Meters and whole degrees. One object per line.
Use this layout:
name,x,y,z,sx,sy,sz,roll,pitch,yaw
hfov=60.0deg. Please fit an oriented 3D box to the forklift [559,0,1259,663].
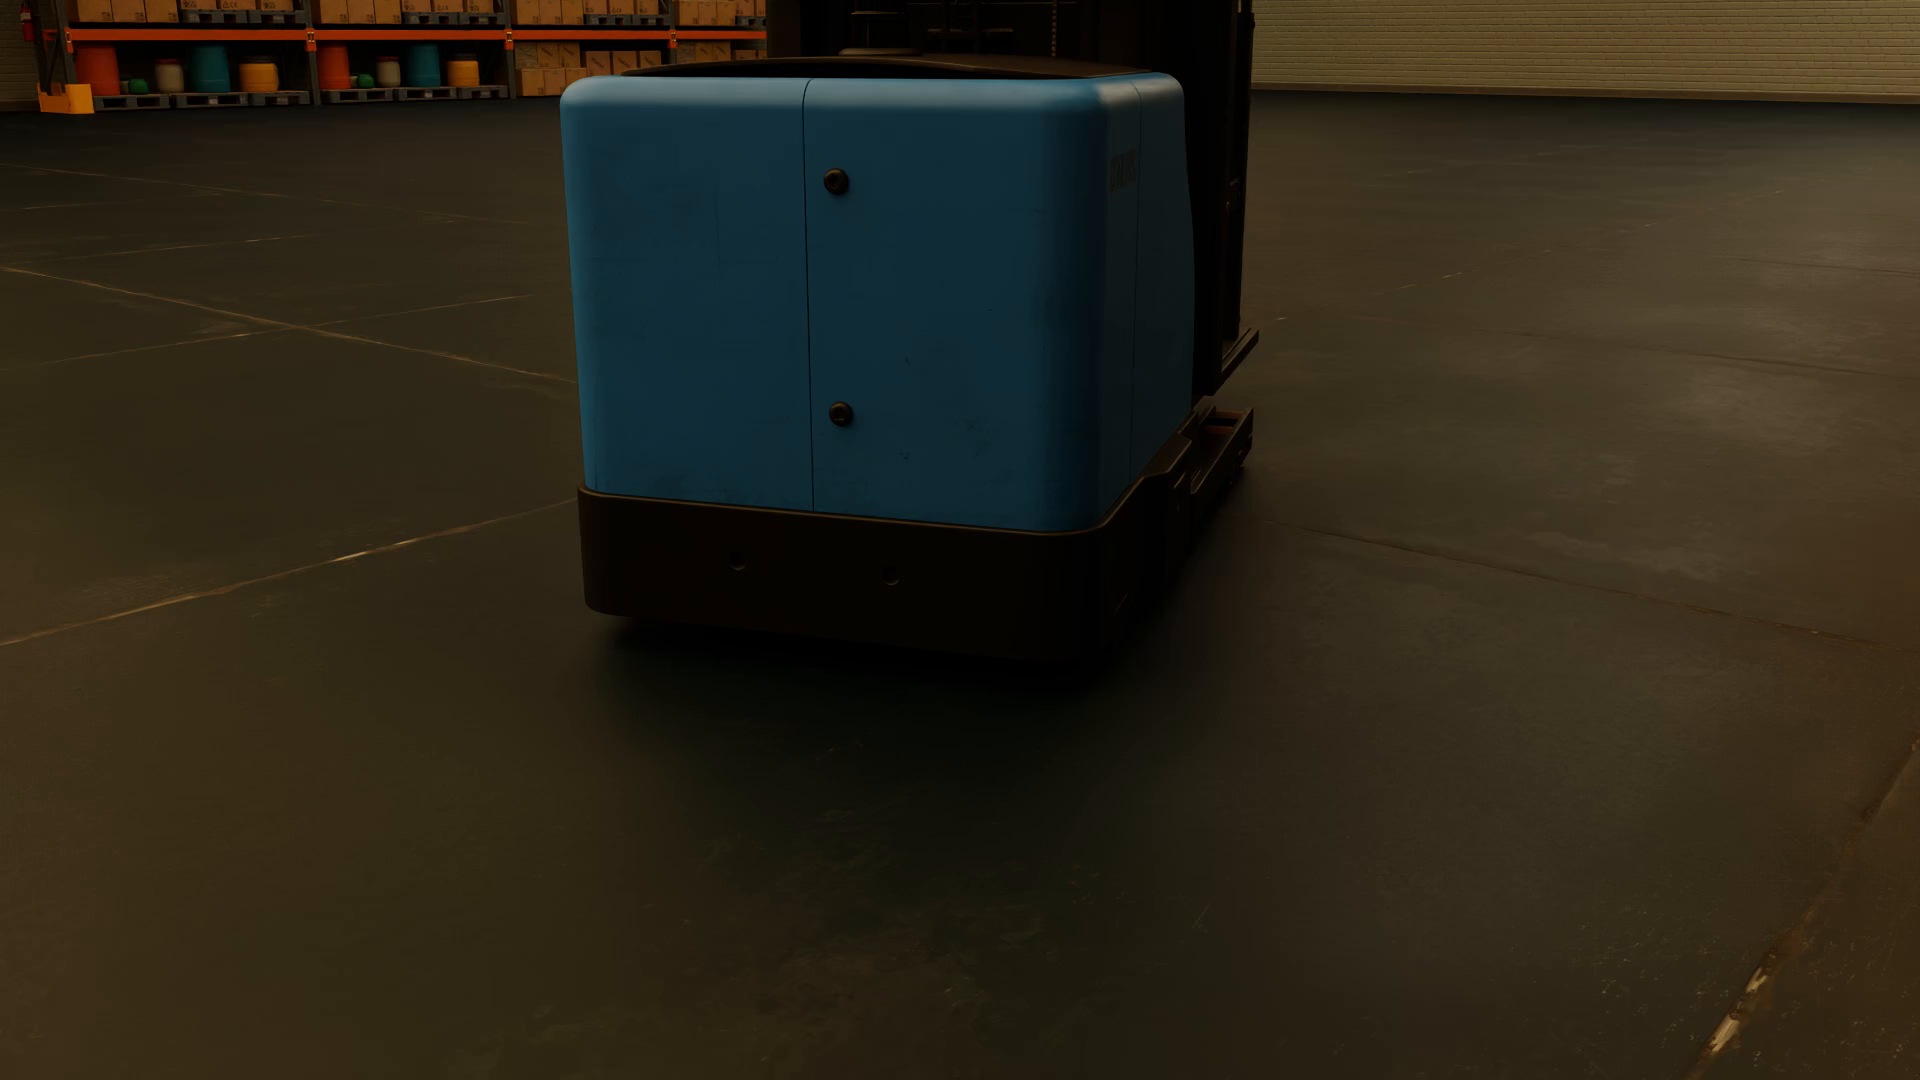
forklift,0.182,-1.571,4.072,1.130,2.935,3.031,5,18,17
